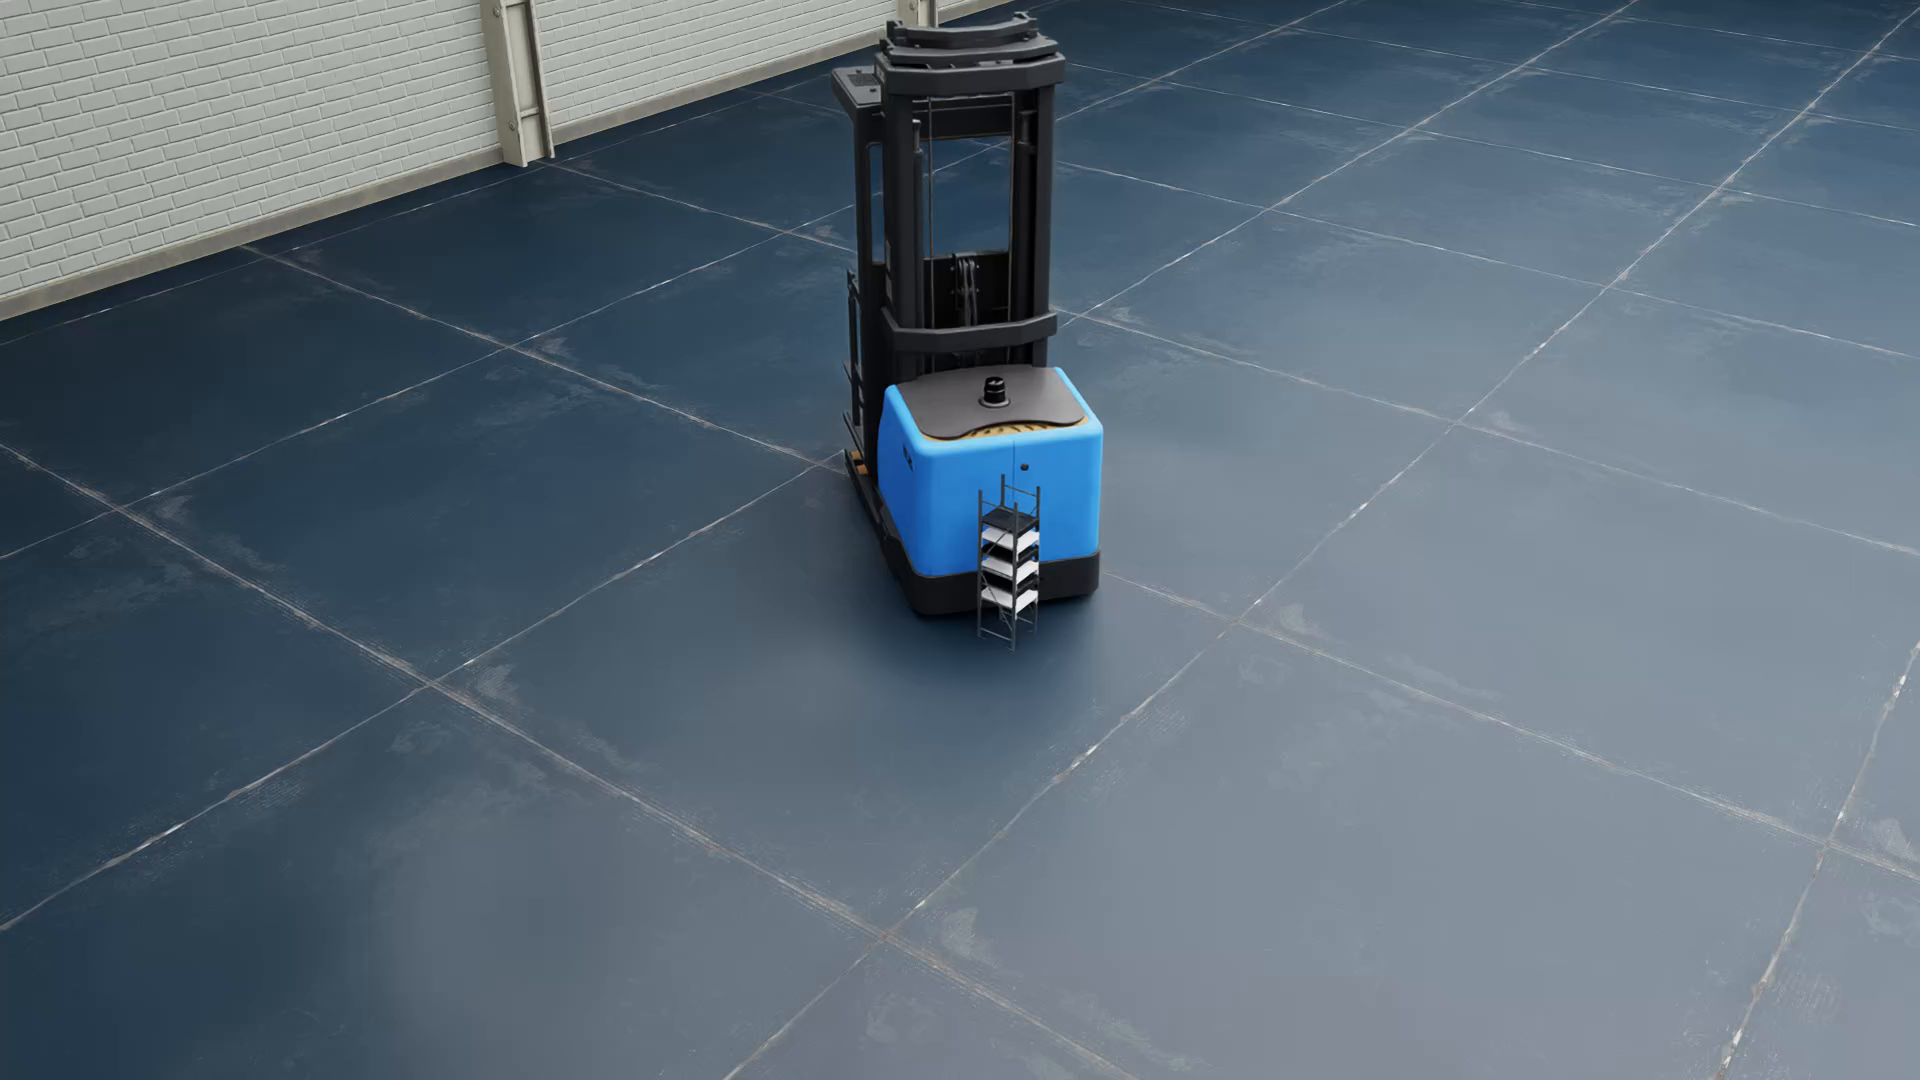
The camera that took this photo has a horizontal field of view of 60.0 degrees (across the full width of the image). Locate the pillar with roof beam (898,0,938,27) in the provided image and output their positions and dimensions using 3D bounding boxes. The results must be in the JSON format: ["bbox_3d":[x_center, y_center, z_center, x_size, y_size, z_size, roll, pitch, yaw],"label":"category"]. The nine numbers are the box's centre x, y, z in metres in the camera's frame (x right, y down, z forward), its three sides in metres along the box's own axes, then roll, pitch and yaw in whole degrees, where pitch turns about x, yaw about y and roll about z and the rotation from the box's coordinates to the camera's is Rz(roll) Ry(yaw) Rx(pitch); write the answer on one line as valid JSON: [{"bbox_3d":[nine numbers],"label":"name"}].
[{"bbox_3d":[2.930,-8.629,15.484,9.100,9.000,0.400,21,37,31],"label":"pillar with roof beam"}]

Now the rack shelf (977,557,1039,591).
[{"bbox_3d":[0.251,0.152,8.677,0.258,0.077,0.200,20,36,30],"label":"rack shelf"}]

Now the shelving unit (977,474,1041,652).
[{"bbox_3d":[0.251,0.123,8.660,0.258,0.900,0.210,20,36,30],"label":"shelving unit"}]

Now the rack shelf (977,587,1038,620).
[{"bbox_3d":[0.251,0.307,8.768,0.258,0.077,0.200,20,36,30],"label":"rack shelf"}]

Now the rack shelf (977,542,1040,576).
[{"bbox_3d":[0.251,0.074,8.631,0.258,0.077,0.200,20,36,30],"label":"rack shelf"}]

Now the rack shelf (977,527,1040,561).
[{"bbox_3d":[0.251,-0.003,8.585,0.258,0.077,0.200,20,36,30],"label":"rack shelf"}]

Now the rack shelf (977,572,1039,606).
[{"bbox_3d":[0.251,0.229,8.722,0.258,0.077,0.200,20,36,30],"label":"rack shelf"}]

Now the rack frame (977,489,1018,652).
[{"bbox_3d":[0.191,0.165,8.589,0.240,0.900,0.006,20,36,30],"label":"rack frame"}]

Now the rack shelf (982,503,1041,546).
[{"bbox_3d":[0.251,-0.080,8.539,0.258,0.077,0.200,20,36,30],"label":"rack shelf"}]

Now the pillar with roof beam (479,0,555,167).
[{"bbox_3d":[-0.692,-6.190,11.369,9.100,9.000,0.400,21,37,31],"label":"pillar with roof beam"}]

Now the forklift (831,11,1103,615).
[{"bbox_3d":[-0.092,-1.598,9.571,1.130,2.935,3.031,-7,31,-12],"label":"forklift"}]

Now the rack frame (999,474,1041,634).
[{"bbox_3d":[0.311,0.081,8.730,0.240,0.900,0.006,20,36,30],"label":"rack frame"}]
